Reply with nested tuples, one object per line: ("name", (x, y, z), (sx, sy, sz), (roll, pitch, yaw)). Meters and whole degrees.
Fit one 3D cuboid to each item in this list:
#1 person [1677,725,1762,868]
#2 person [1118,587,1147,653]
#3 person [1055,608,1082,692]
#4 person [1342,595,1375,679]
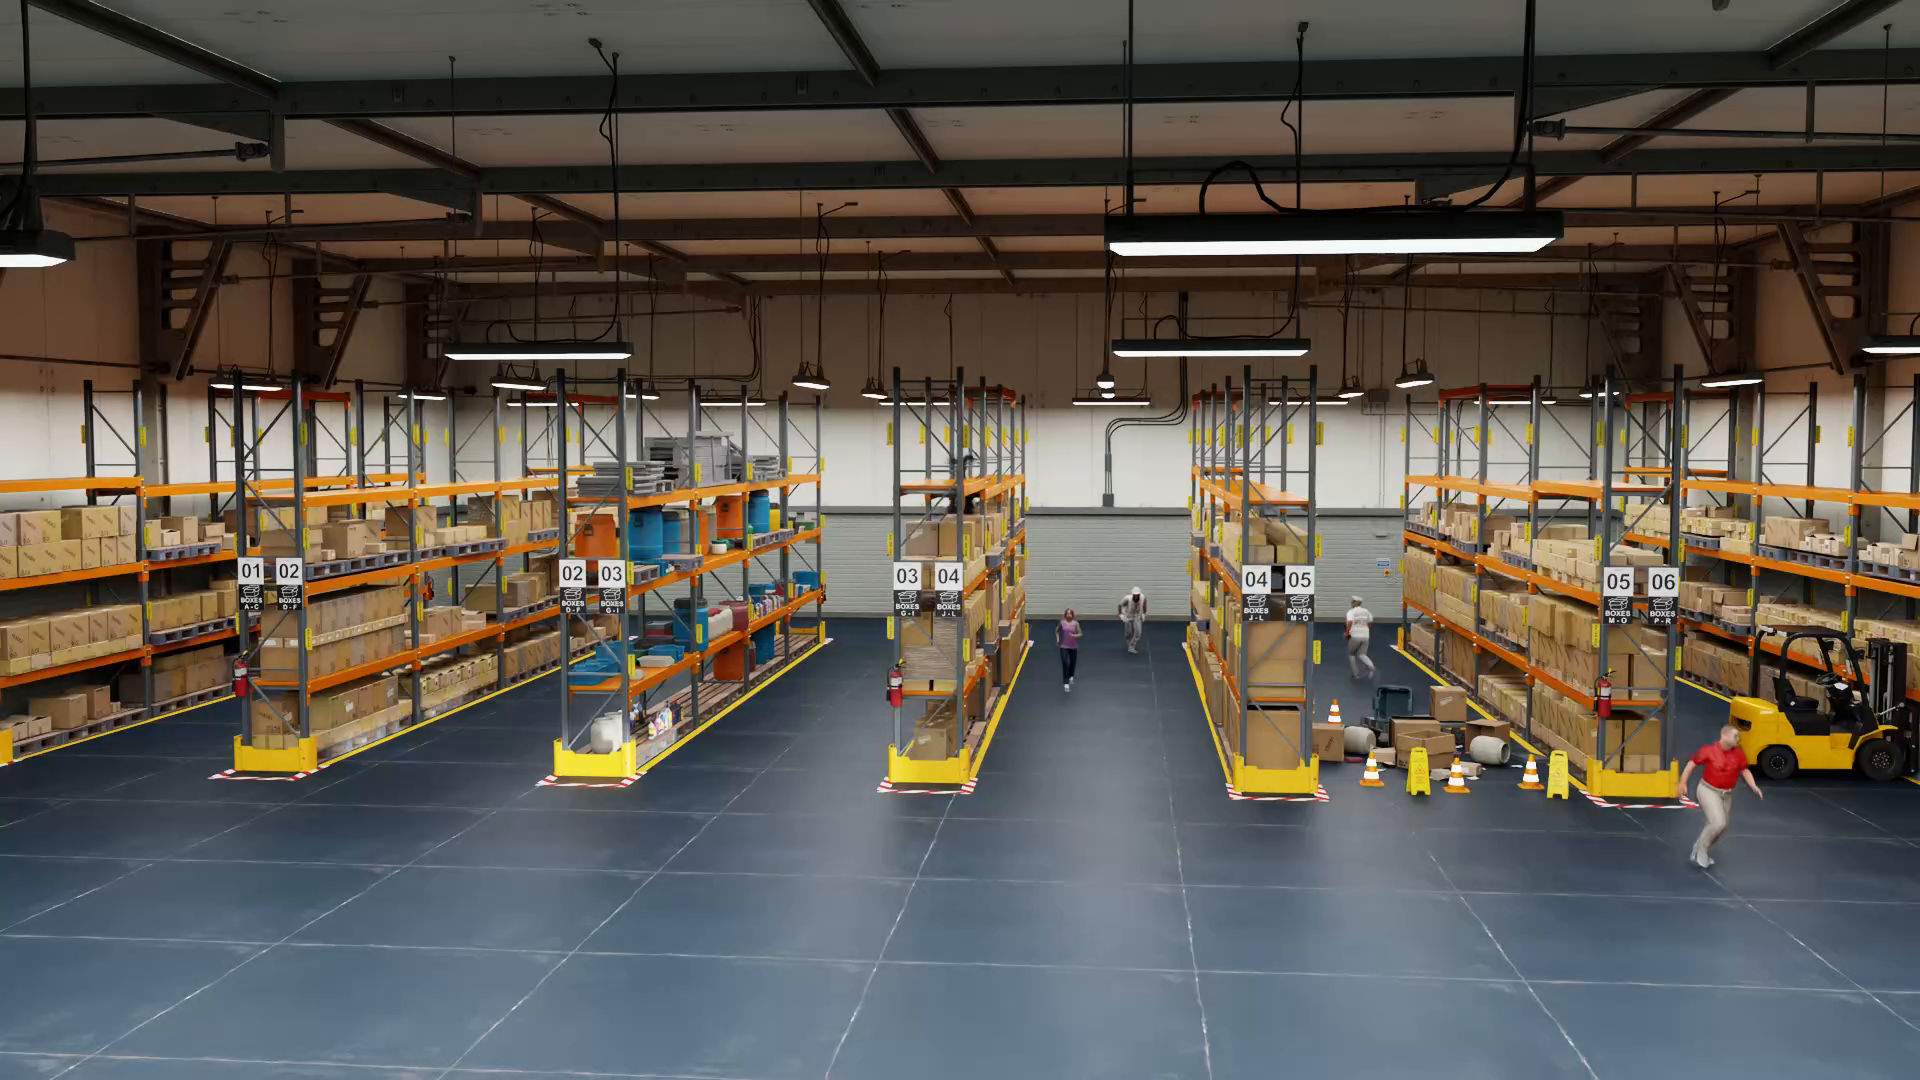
("person", (8.803, 2.956, 19.209), (0.651, 1.670, 0.824), (-1, 4, -18))
("person", (3.969, 1.836, 38.483), (0.695, 1.569, 1.032), (-1, 4, -10))
("person", (2.145, 2.142, 32.816), (0.525, 1.592, 0.887), (0, 4, -1))
("person", (8.261, 2.023, 34.225), (0.662, 1.727, 0.789), (-1, 4, -16))
